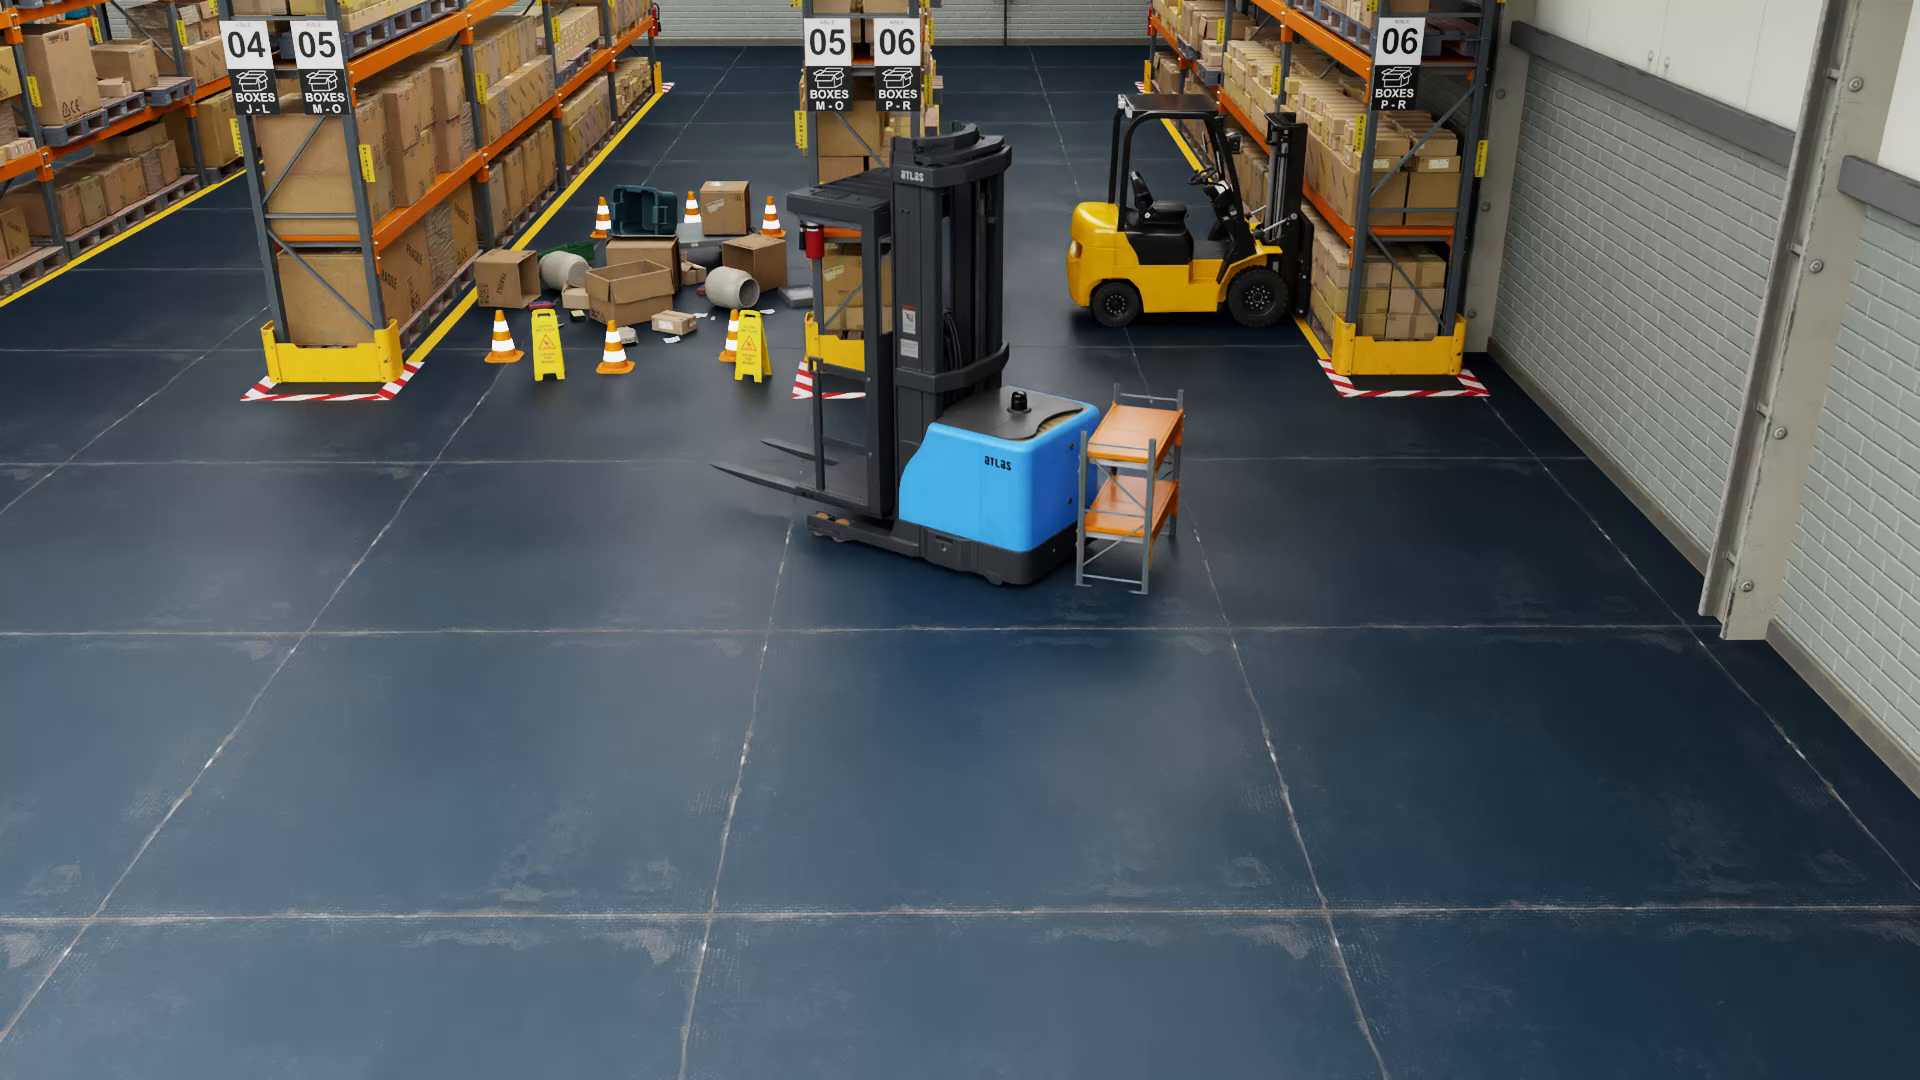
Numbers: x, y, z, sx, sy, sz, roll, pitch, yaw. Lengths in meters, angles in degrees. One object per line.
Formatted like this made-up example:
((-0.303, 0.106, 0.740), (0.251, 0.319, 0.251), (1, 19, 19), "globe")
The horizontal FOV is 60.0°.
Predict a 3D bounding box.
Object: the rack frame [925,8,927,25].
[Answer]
((-0.941, -6.261, 22.338), (1.000, 3.000, 0.127), (0, 24, -1), "rack frame")

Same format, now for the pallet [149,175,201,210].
((-10.844, -4.624, 22.102), (1.003, 0.211, 1.213), (0, 24, -1), "pallet")

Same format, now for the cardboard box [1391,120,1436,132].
((4.345, -3.924, 15.899), (0.380, 0.149, 0.250), (0, 24, 0), "cardboard box")

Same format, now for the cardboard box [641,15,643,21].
((-5.708, -9.041, 28.787), (0.380, 0.149, 0.250), (0, 24, -1), "cardboard box")

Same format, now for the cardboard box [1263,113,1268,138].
((3.798, -4.775, 19.234), (0.500, 0.250, 0.500), (0, 24, 1), "cardboard box")

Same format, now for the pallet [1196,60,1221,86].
((3.944, -6.477, 23.047), (1.213, 0.211, 1.003), (0, 24, -1), "pallet")

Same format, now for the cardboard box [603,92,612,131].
((-5.674, -6.594, 25.598), (0.500, 0.500, 0.500), (-1, 24, -2), "cardboard box")

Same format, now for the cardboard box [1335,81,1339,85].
((4.276, -5.124, 18.914), (0.380, 0.149, 0.250), (-1, 24, -2), "cardboard box")

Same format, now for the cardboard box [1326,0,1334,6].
((3.981, -5.485, 16.224), (0.797, 0.503, 0.637), (1, 24, 1), "cardboard box")

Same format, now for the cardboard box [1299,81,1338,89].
((3.883, -4.874, 18.000), (0.380, 0.149, 0.250), (0, 24, 0), "cardboard box")

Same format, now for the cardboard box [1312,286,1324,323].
((3.792, -2.324, 16.460), (0.500, 0.250, 0.500), (0, 24, -1), "cardboard box")

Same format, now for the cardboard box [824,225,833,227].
((-1.072, -3.004, 15.439), (0.380, 0.149, 0.250), (1, 24, 1), "cardboard box")

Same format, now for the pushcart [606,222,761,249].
((-3.177, -3.388, 19.166), (1.648, 0.377, 0.936), (-9, 26, -19), "pushcart")

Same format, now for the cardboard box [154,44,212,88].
((-10.584, -6.464, 22.664), (0.500, 0.500, 0.500), (0, 24, 1), "cardboard box")

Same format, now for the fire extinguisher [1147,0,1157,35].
((3.471, -9.435, 29.901), (0.296, 0.674, 0.183), (0, 24, -1), "fire extinguisher")

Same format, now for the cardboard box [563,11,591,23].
((-5.730, -7.812, 24.839), (0.380, 0.149, 0.250), (-1, 24, -2), "cardboard box")

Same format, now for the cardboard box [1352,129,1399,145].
((3.861, -3.714, 15.435), (0.380, 0.149, 0.250), (0, 24, 0), "cardboard box")

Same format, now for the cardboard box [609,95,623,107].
((-5.618, -7.025, 26.614), (0.380, 0.149, 0.250), (1, 24, 2), "cardboard box")

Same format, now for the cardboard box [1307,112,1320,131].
((3.791, -4.318, 17.132), (0.380, 0.149, 0.250), (-1, 24, -2), "cardboard box")

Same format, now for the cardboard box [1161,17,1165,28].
((3.628, -8.800, 28.255), (0.380, 0.149, 0.250), (-1, 24, -2), "cardboard box")

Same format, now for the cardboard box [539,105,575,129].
((-5.656, -5.877, 23.101), (0.500, 0.250, 0.500), (-1, 24, -3), "cardboard box")

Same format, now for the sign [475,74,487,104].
((-5.291, -4.983, 18.364), (0.100, 0.325, 0.005), (0, 24, -1), "sign")

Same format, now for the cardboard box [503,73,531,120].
((-5.597, -5.436, 20.391), (0.500, 0.500, 0.500), (0, 24, 0), "cardboard box")

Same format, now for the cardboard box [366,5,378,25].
((-5.492, -4.741, 15.010), (0.380, 0.149, 0.250), (0, 24, 0), "cardboard box")

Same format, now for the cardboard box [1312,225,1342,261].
((3.765, -2.990, 16.717), (0.500, 0.250, 0.500), (0, 24, 0), "cardboard box")

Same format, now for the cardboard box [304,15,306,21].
((-6.153, -4.840, 15.228), (0.380, 0.149, 0.250), (0, 24, 0), "cardboard box")

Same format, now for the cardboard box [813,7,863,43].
((-1.129, -4.609, 14.864), (0.500, 0.250, 0.500), (-1, 24, -1), "cardboard box")

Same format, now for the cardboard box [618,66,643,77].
((-5.645, -8.013, 28.439), (0.380, 0.149, 0.250), (1, 24, 1), "cardboard box")

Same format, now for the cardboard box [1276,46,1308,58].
((4.284, -6.279, 21.468), (0.380, 0.149, 0.250), (0, 24, -1), "cardboard box")

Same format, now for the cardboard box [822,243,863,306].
((-1.124, -2.574, 16.102), (0.500, 0.500, 0.500), (0, 24, 0), "cardboard box")

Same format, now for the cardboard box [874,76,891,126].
((-1.051, -4.436, 16.605), (0.700, 0.500, 0.500), (0, 24, -1), "cardboard box")

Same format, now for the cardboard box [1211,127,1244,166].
((3.802, -5.511, 23.202), (0.500, 0.500, 0.500), (0, 24, 1), "cardboard box")

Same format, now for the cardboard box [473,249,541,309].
((-4.803, -2.776, 17.663), (0.500, 0.500, 0.500), (4, 25, 9), "cardboard box")

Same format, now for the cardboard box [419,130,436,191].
((-5.808, -3.798, 16.709), (0.875, 0.550, 0.500), (0, 24, -1), "cardboard box")

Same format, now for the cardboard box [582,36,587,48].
((-5.716, -7.332, 24.501), (0.380, 0.149, 0.250), (-1, 24, -3), "cardboard box")

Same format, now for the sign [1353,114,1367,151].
((3.566, -3.628, 14.822), (0.100, 0.325, 0.005), (0, 24, -1), "sign")

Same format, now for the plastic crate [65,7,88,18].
((-15.700, -9.397, 29.156), (0.616, 0.435, 0.499), (0, 24, -1), "plastic crate")

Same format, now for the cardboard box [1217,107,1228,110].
((3.771, -6.057, 23.622), (0.380, 0.149, 0.250), (-1, 24, -2), "cardboard box")

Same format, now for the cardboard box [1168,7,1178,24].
((3.716, -8.621, 27.377), (0.500, 0.250, 0.500), (0, 24, -1), "cardboard box")

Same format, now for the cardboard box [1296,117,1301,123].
((3.832, -4.284, 17.844), (0.500, 0.500, 0.500), (0, 24, 0), "cardboard box")

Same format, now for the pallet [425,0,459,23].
((-5.848, -5.538, 17.207), (1.003, 0.211, 1.213), (0, 24, -1), "pallet")

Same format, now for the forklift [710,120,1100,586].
((-0.512, -1.482, 11.852), (3.031, 2.935, 1.130), (16, 29, 31), "forklift")

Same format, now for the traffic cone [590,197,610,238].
((-4.351, -3.953, 20.312), (0.336, 0.463, 0.334), (0, 24, -1), "traffic cone")

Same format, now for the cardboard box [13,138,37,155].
((-10.511, -4.367, 18.454), (0.380, 0.149, 0.250), (0, 24, -1), "cardboard box")

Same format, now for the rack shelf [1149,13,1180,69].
((3.956, -8.430, 28.005), (1.077, 0.370, 4.000), (0, 24, -1), "rack shelf")

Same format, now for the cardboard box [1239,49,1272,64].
((3.779, -6.170, 21.228), (0.380, 0.149, 0.250), (0, 24, 0), "cardboard box")

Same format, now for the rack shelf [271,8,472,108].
((-5.825, -4.764, 16.260), (1.077, 0.370, 4.000), (0, 24, -1), "rack shelf")

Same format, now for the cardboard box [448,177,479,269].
((-5.910, -3.513, 18.330), (0.875, 0.875, 0.875), (0, 24, 0), "cardboard box")

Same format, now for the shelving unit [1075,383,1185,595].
((1.191, -0.375, 11.597), (0.538, 1.125, 1.048), (7, 25, 16), "shelving unit")

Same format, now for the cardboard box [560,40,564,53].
((-5.706, -6.832, 23.033), (0.380, 0.149, 0.250), (-1, 24, -2), "cardboard box")

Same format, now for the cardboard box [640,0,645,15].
((-5.715, -9.279, 28.527), (0.500, 0.500, 0.500), (-1, 24, -1), "cardboard box")

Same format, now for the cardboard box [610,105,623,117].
((-5.616, -6.890, 26.677), (0.380, 0.149, 0.250), (-1, 24, -3), "cardboard box")

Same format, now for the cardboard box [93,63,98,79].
((-10.919, -5.521, 20.066), (0.797, 0.503, 0.637), (2, 24, 5), "cardboard box")

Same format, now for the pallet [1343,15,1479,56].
((4.127, -4.607, 15.146), (1.003, 0.211, 1.213), (0, 24, -1), "pallet")

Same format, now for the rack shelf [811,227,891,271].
((-0.876, -3.461, 17.019), (1.077, 0.370, 4.000), (0, 24, -1), "rack shelf")

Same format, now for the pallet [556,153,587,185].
((-5.897, -5.249, 23.483), (1.003, 0.211, 1.213), (0, 24, -1), "pallet")
